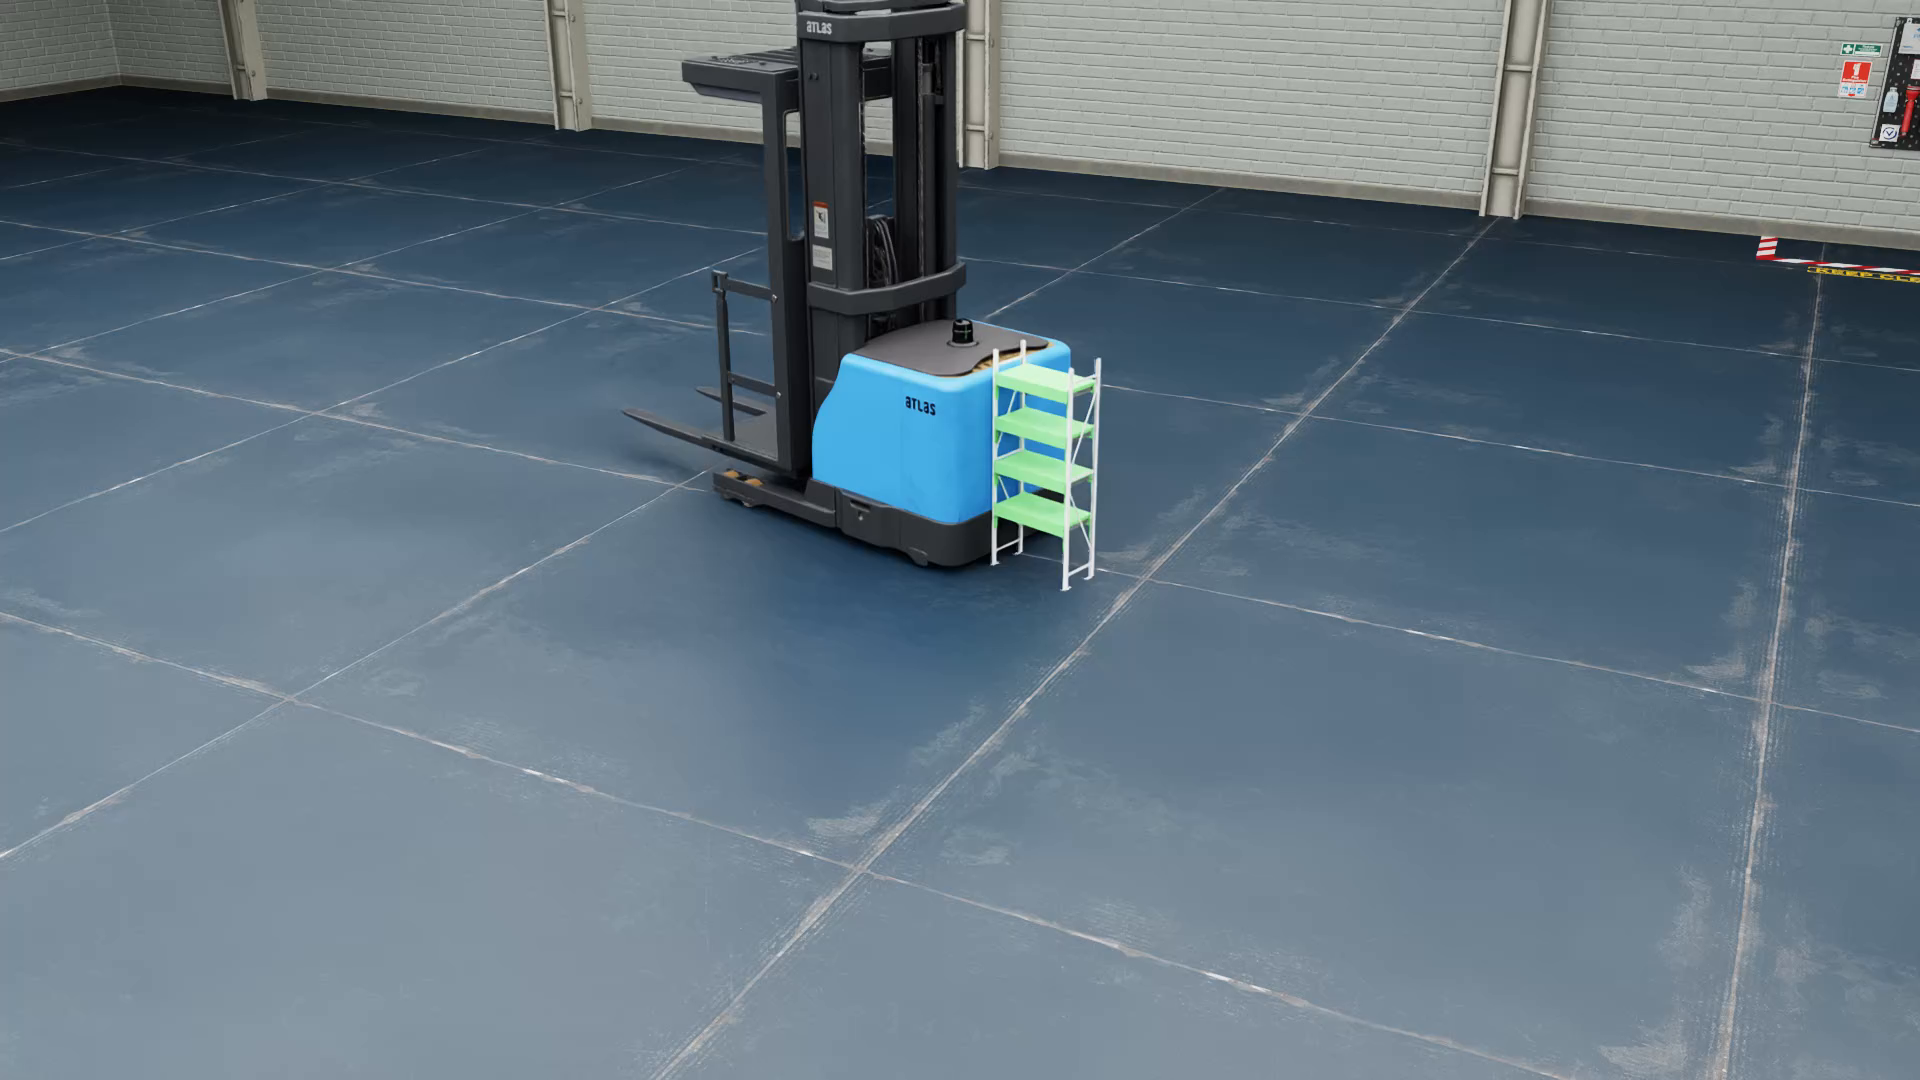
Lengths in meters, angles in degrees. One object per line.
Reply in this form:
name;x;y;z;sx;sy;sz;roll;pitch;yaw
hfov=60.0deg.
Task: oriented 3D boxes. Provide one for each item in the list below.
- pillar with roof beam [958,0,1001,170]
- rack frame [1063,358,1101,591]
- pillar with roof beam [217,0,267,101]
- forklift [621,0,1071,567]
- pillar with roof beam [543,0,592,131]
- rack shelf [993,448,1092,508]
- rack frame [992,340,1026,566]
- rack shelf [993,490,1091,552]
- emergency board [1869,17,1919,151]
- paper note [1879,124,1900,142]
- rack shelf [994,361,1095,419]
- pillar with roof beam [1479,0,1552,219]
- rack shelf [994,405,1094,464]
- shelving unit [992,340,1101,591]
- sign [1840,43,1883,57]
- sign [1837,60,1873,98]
pillar with roof beam;-1.718;-7.050;14.329;0.400;9.000;9.100;11;25;25
rack frame;0.620;-0.321;8.473;0.015;1.200;0.240;19;30;38
pillar with roof beam;-12.427;-9.169;19.312;0.400;9.000;9.100;11;25;25
forklift;-0.817;-1.674;9.441;3.031;2.935;1.130;19;30;38
pillar with roof beam;-7.073;-8.109;16.820;0.400;9.000;9.100;11;25;25
rack shelf;0.438;-0.326;8.647;0.480;0.148;0.258;19;30;38
rack frame;0.256;-0.449;8.772;0.015;1.200;0.240;19;30;38
rack shelf;0.438;-0.105;8.741;0.480;0.148;0.258;19;30;38
emergency board;8.745;-4.124;15.113;0.643;1.169;0.194;11;25;25
paper note;8.618;-3.774;15.416;0.142;0.148;0.016;11;25;25
rack shelf;0.438;-0.768;8.459;0.480;0.148;0.258;19;30;38
pillar with roof beam;3.636;-5.991;11.838;0.400;9.000;9.100;11;25;25
rack shelf;0.438;-0.547;8.553;0.480;0.148;0.258;19;30;38
shelving unit;0.438;-0.385;8.622;0.503;1.200;0.258;19;30;38
sign;8.298;-4.514;15.308;0.331;0.109;0.001;11;25;25
sign;8.298;-4.274;15.421;0.234;0.329;0.001;11;25;25
